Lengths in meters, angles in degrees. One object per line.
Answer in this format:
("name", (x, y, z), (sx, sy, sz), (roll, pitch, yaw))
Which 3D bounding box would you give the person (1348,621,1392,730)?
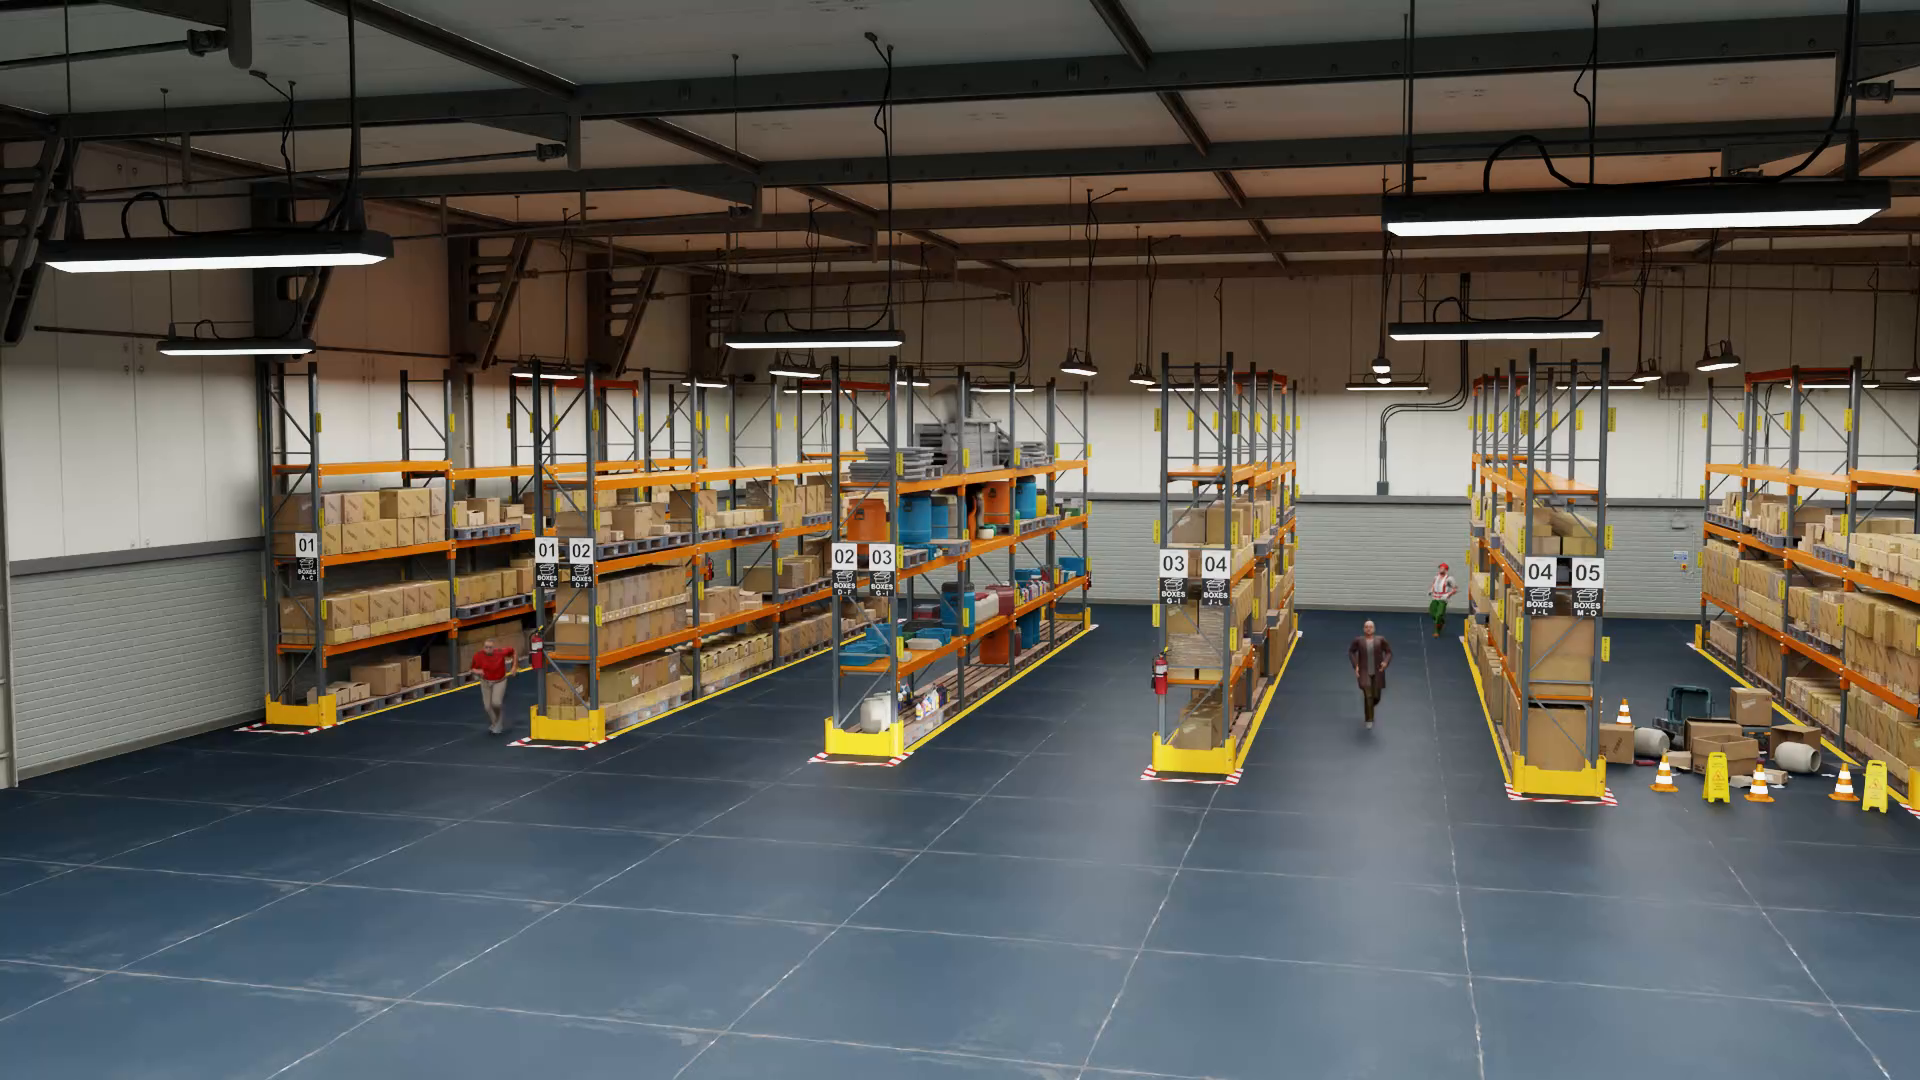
("person", (6.766, 2.248, 27.450), (0.706, 1.682, 0.753), (1, 4, 9))

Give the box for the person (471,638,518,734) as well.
("person", (-7.461, 2.339, 26.703), (0.695, 1.598, 0.978), (0, 4, -6))

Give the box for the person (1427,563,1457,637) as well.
("person", (11.323, 1.403, 38.929), (0.589, 1.738, 0.682), (-3, 5, -36))
